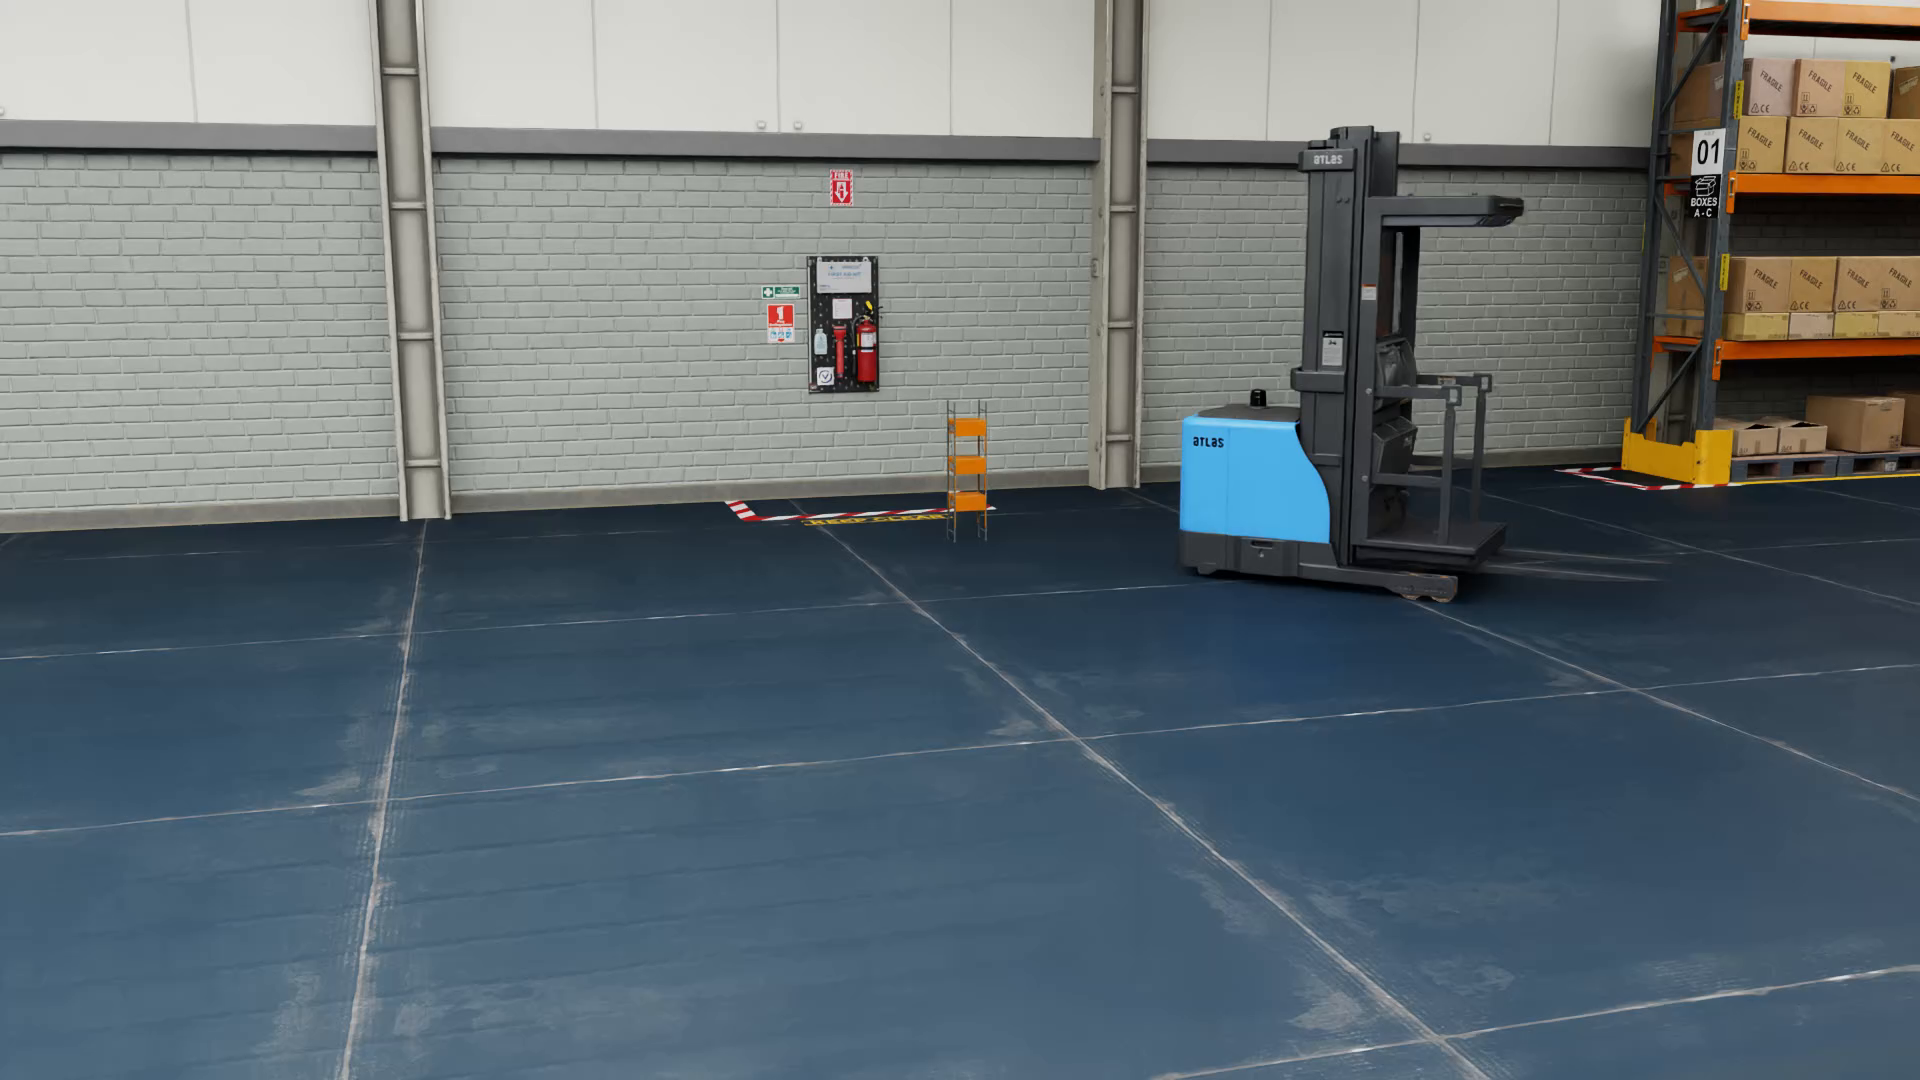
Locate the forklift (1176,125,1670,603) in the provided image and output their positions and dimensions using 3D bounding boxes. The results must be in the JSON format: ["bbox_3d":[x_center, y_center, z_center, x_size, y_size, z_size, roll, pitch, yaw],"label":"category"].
[{"bbox_3d":[3.015,-1.158,10.742,3.031,2.935,1.130,5,12,27],"label":"forklift"}]

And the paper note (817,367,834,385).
[{"bbox_3d":[-1.164,-1.418,14.399,0.142,0.148,0.016,-3,11,-16],"label":"paper note"}]

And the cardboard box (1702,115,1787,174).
[{"bbox_3d":[7.130,-3.593,15.160,0.500,0.500,0.500,-3,11,-14],"label":"cardboard box"}]

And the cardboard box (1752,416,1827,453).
[{"bbox_3d":[7.976,-1.027,16.052,0.500,0.311,0.500,-2,11,-11],"label":"cardboard box"}]

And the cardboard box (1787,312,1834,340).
[{"bbox_3d":[7.791,-2.019,15.589,0.500,0.250,0.500,-3,11,-18],"label":"cardboard box"}]

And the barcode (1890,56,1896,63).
[{"bbox_3d":[9.125,-4.701,16.266,0.075,0.075,0.001,-3,11,-16],"label":"barcode"}]

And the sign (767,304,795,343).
[{"bbox_3d":[-1.535,-1.856,14.245,0.234,0.329,0.001,-3,11,-16],"label":"sign"}]

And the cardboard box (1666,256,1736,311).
[{"bbox_3d":[7.132,-2.451,15.860,0.500,0.500,0.500,-3,11,-17],"label":"cardboard box"}]

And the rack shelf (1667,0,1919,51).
[{"bbox_3d":[8.659,-4.781,15.658,4.000,0.370,1.077,-3,11,-16],"label":"rack shelf"}]

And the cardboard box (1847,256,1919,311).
[{"bbox_3d":[8.749,-2.438,15.793,0.500,0.500,0.500,-3,11,-14],"label":"cardboard box"}]

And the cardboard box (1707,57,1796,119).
[{"bbox_3d":[7.177,-4.088,15.090,0.500,0.500,0.500,-4,11,-20],"label":"cardboard box"}]

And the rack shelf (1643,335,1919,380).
[{"bbox_3d":[8.659,-1.832,16.201,4.000,0.370,1.077,-3,11,-16],"label":"rack shelf"}]

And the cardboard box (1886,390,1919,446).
[{"bbox_3d":[9.594,-1.215,16.549,0.500,0.500,0.500,-4,11,-20],"label":"cardboard box"}]

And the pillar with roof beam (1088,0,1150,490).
[{"bbox_3d":[2.612,-4.169,10.338,0.400,9.000,9.100,-3,11,-16],"label":"pillar with roof beam"}]

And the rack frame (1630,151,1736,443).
[{"bbox_3d":[6.739,-2.085,15.586,0.127,3.000,1.000,-3,11,-16],"label":"rack frame"}]

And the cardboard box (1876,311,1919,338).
[{"bbox_3d":[8.767,-2.069,15.860,0.500,0.250,0.500,-3,11,-15],"label":"cardboard box"}]

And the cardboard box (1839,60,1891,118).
[{"bbox_3d":[8.161,-4.133,15.331,0.500,0.500,0.500,-3,11,-14],"label":"cardboard box"}]

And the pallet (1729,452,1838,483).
[{"bbox_3d":[7.602,-0.752,16.050,1.213,0.211,1.003,-3,11,-16],"label":"pallet"}]

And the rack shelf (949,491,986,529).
[{"bbox_3d":[0.051,-0.235,12.518,0.240,0.259,0.215,-3,11,-16],"label":"rack shelf"}]

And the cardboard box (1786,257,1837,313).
[{"bbox_3d":[7.759,-2.385,15.504,0.500,0.500,0.500,-3,11,-16],"label":"cardboard box"}]

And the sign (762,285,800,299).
[{"bbox_3d":[-1.528,-2.115,14.190,0.331,0.109,0.001,-3,11,-16],"label":"sign"}]

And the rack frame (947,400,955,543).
[{"bbox_3d":[-0.066,-0.513,12.433,0.008,1.050,0.200,-3,11,-16],"label":"rack frame"}]

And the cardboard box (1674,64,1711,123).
[{"bbox_3d":[7.080,-4.178,15.579,0.500,0.500,0.500,-3,11,-13],"label":"cardboard box"}]

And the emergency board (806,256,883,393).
[{"bbox_3d":[-0.975,-1.849,14.303,0.643,1.169,0.194,-3,11,-16],"label":"emergency board"}]

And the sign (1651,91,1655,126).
[{"bbox_3d":[6.603,-4.093,15.764,0.005,0.325,0.100,-3,11,-16],"label":"sign"}]

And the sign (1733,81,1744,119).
[{"bbox_3d":[6.891,-3.896,14.723,0.005,0.325,0.100,-3,11,-16],"label":"sign"}]

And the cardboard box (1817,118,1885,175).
[{"bbox_3d":[8.153,-3.640,15.420,0.500,0.500,0.500,-2,11,-13],"label":"cardboard box"}]

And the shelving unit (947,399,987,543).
[{"bbox_3d":[0.051,-0.519,12.466,0.252,1.050,0.215,-3,11,-16],"label":"shelving unit"}]
